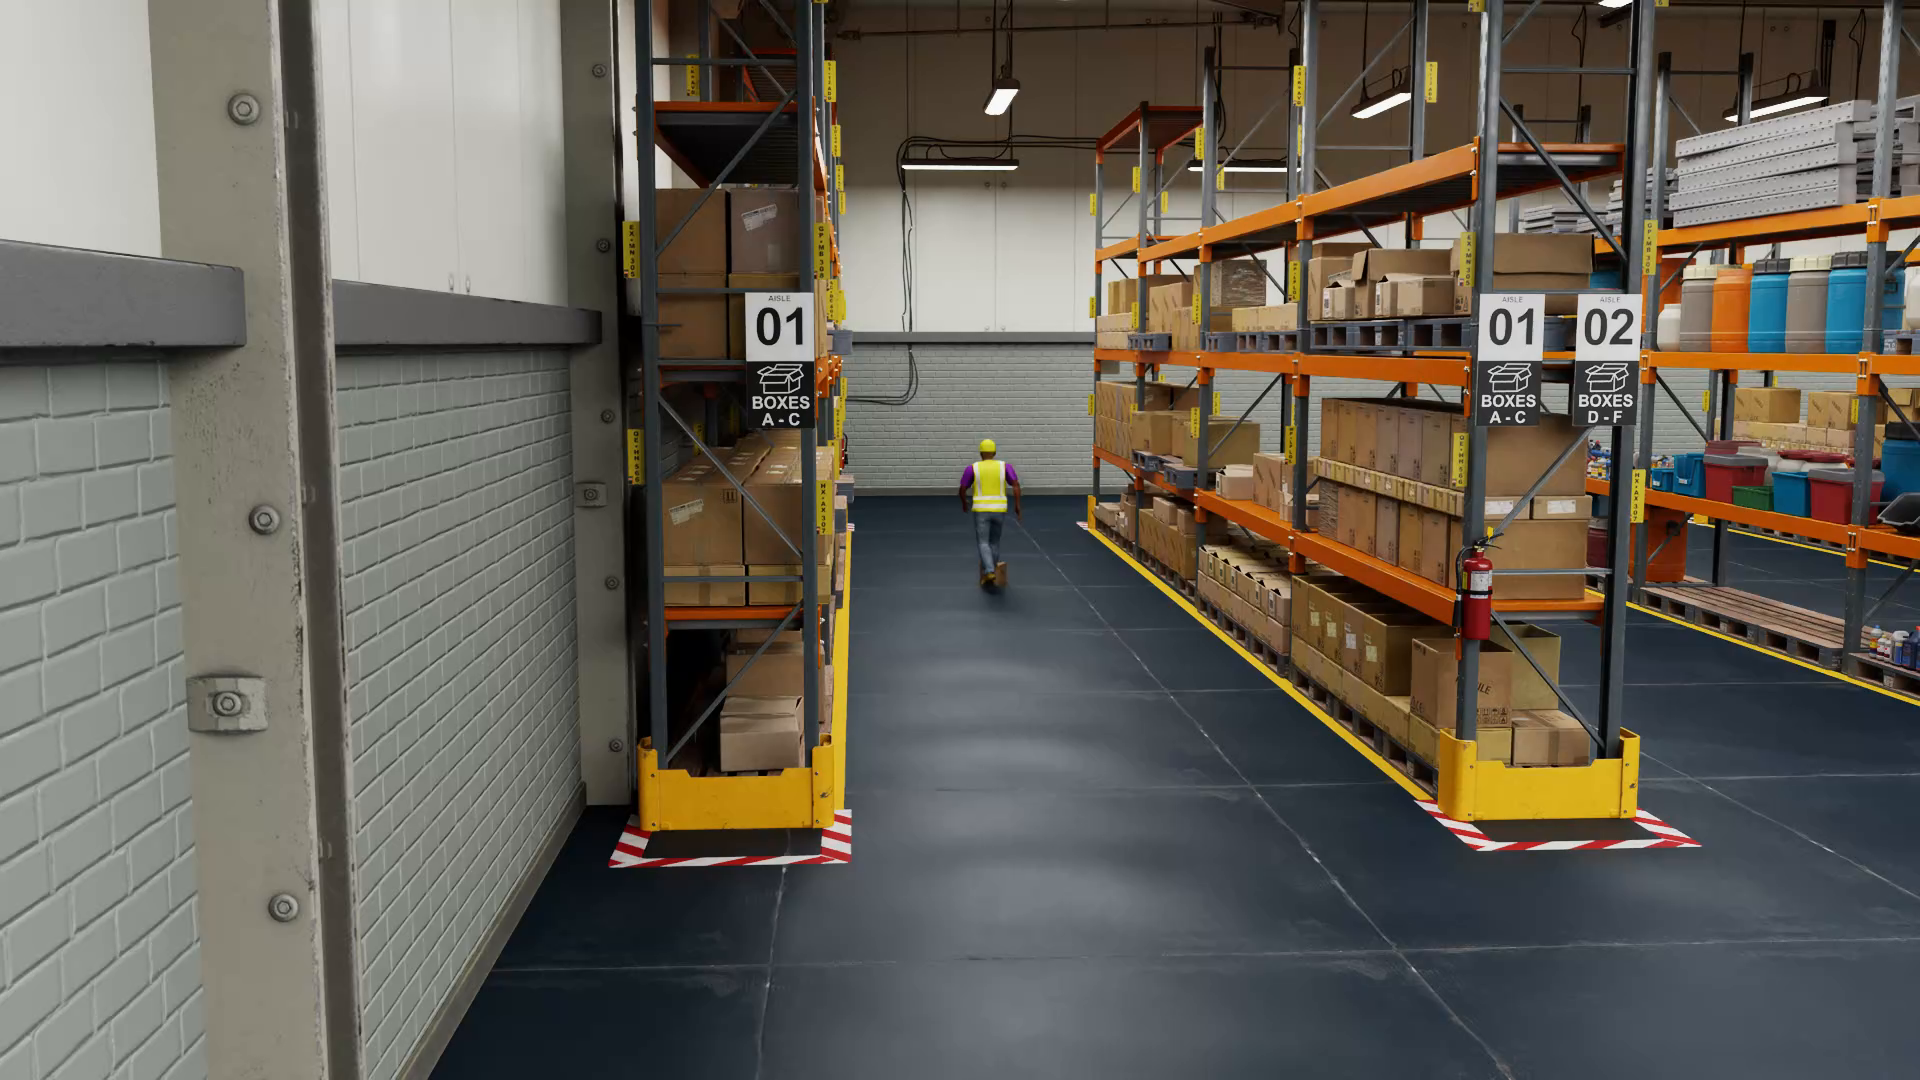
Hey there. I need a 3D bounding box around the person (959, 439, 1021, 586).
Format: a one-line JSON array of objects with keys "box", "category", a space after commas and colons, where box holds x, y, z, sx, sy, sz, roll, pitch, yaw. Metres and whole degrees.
[{"box": [0.352, -0.311, 19.742, 0.730, 1.759, 0.809, -2, 7, -13], "category": "person"}]
